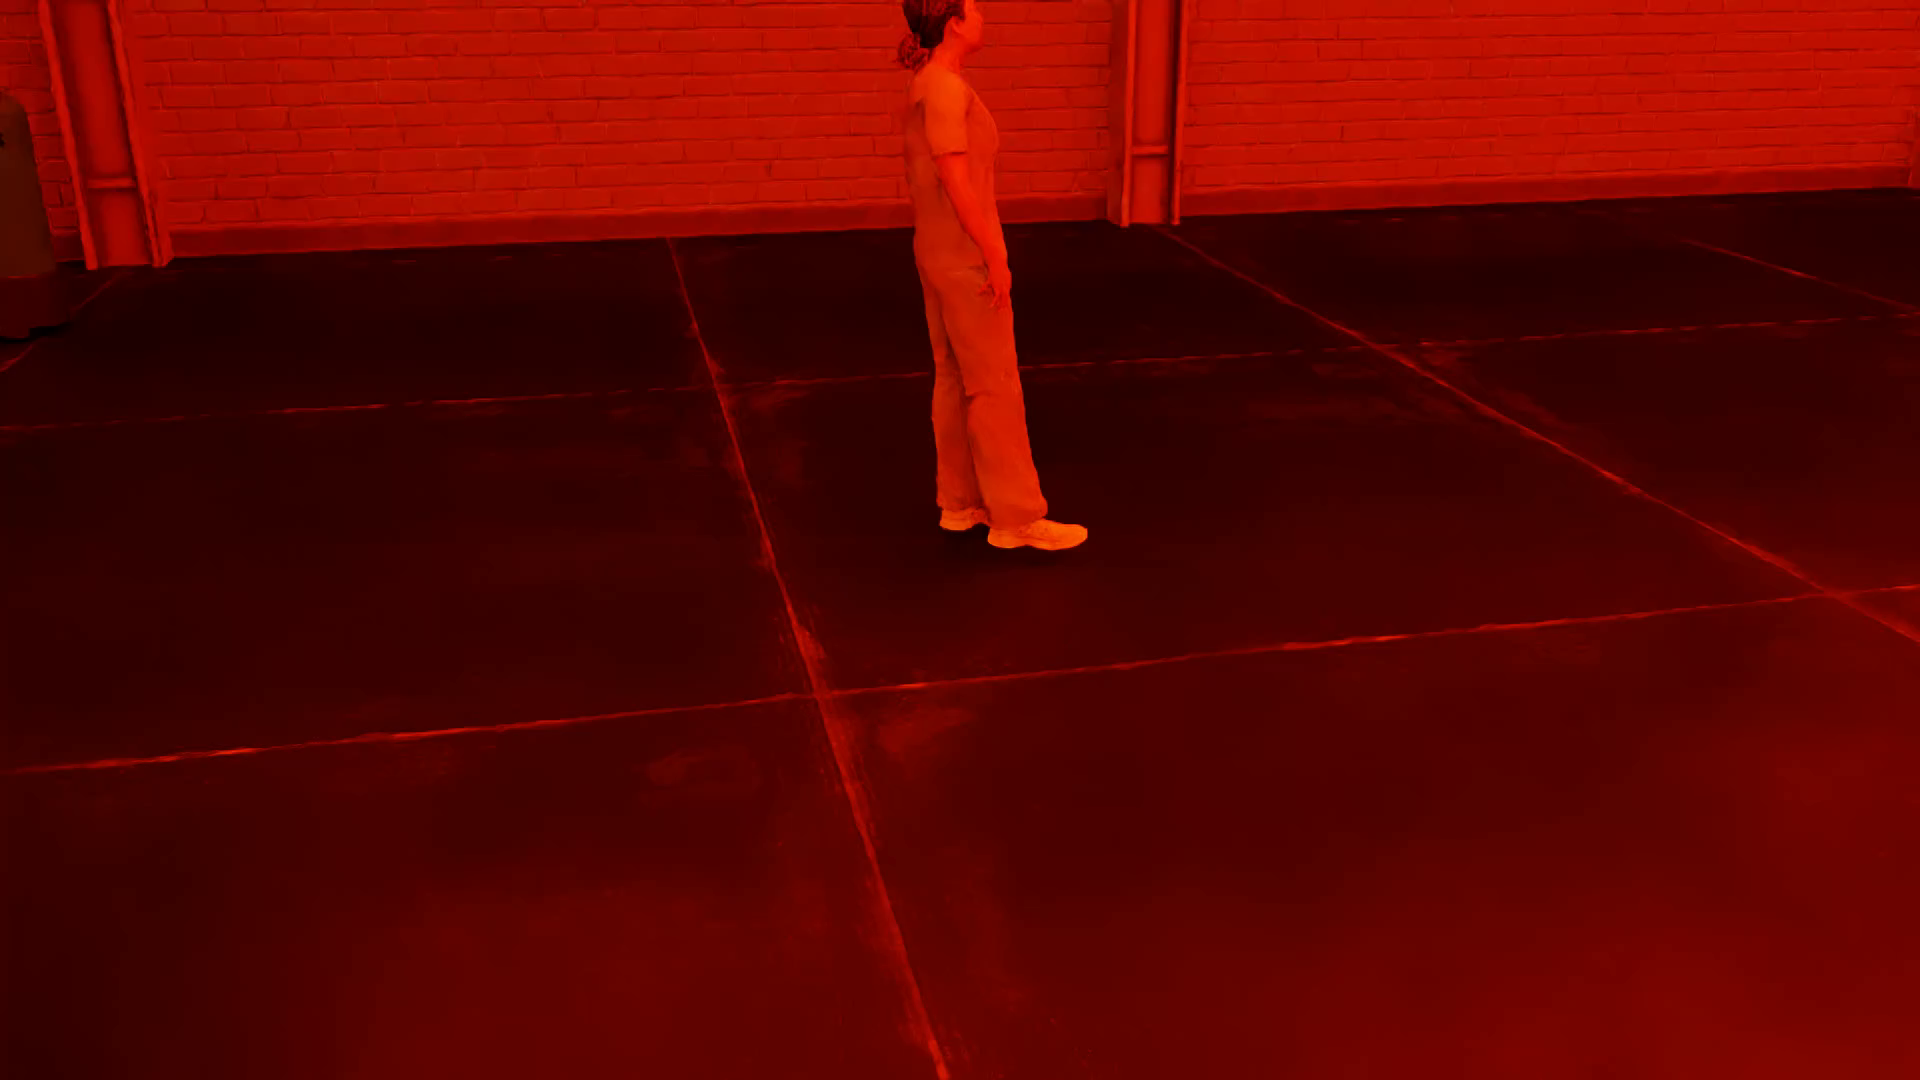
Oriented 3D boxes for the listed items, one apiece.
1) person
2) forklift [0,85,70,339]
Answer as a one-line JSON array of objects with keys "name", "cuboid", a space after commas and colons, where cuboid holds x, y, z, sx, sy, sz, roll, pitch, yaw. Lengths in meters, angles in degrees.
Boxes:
[{"name": "person", "cuboid": [0.074, -0.823, 4.987, 0.549, 1.664, 0.550, -5, 21, -12]}, {"name": "forklift", "cuboid": [-5.683, -2.175, 6.881, 3.031, 2.935, 1.130, -13, 24, -30]}]
